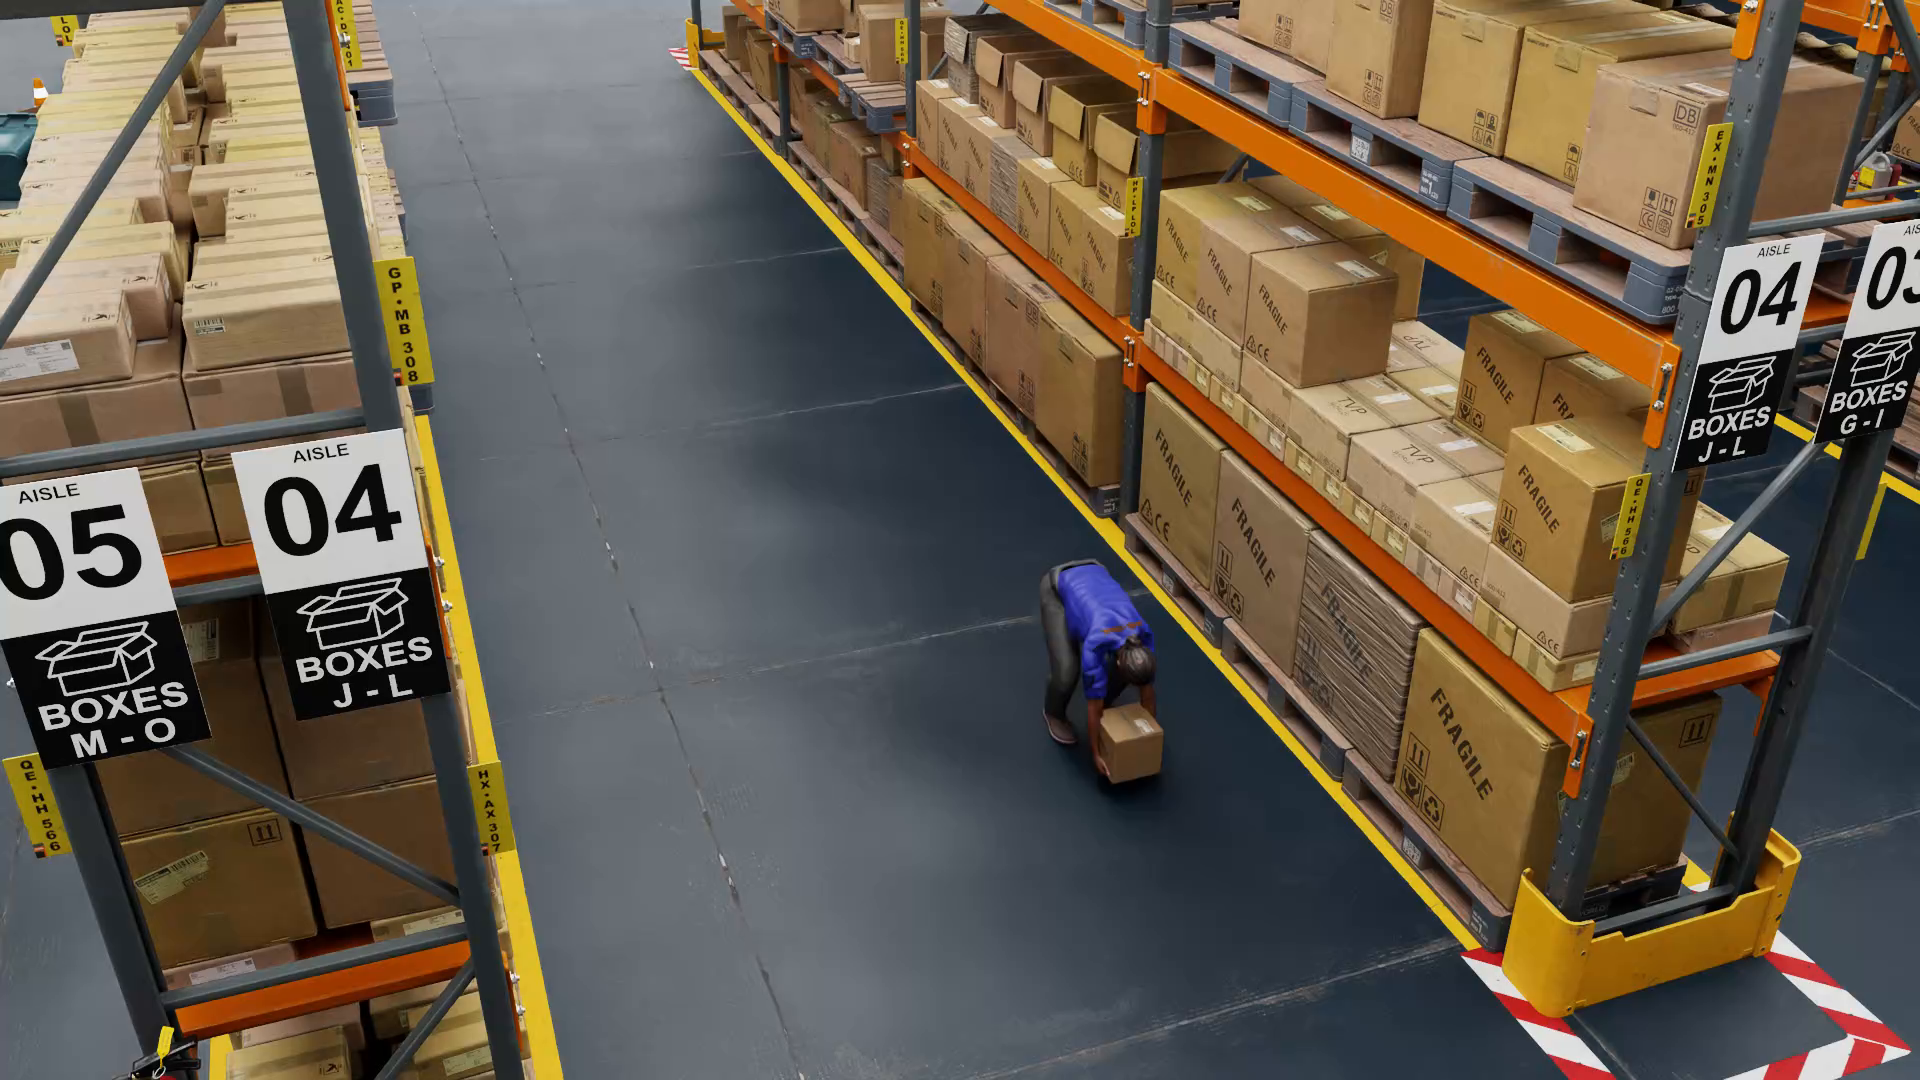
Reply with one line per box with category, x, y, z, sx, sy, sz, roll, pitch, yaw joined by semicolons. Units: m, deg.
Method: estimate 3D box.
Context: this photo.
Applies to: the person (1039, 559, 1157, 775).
person;0.687;0.625;8.018;0.462;0.904;0.869;-12;32;-20
